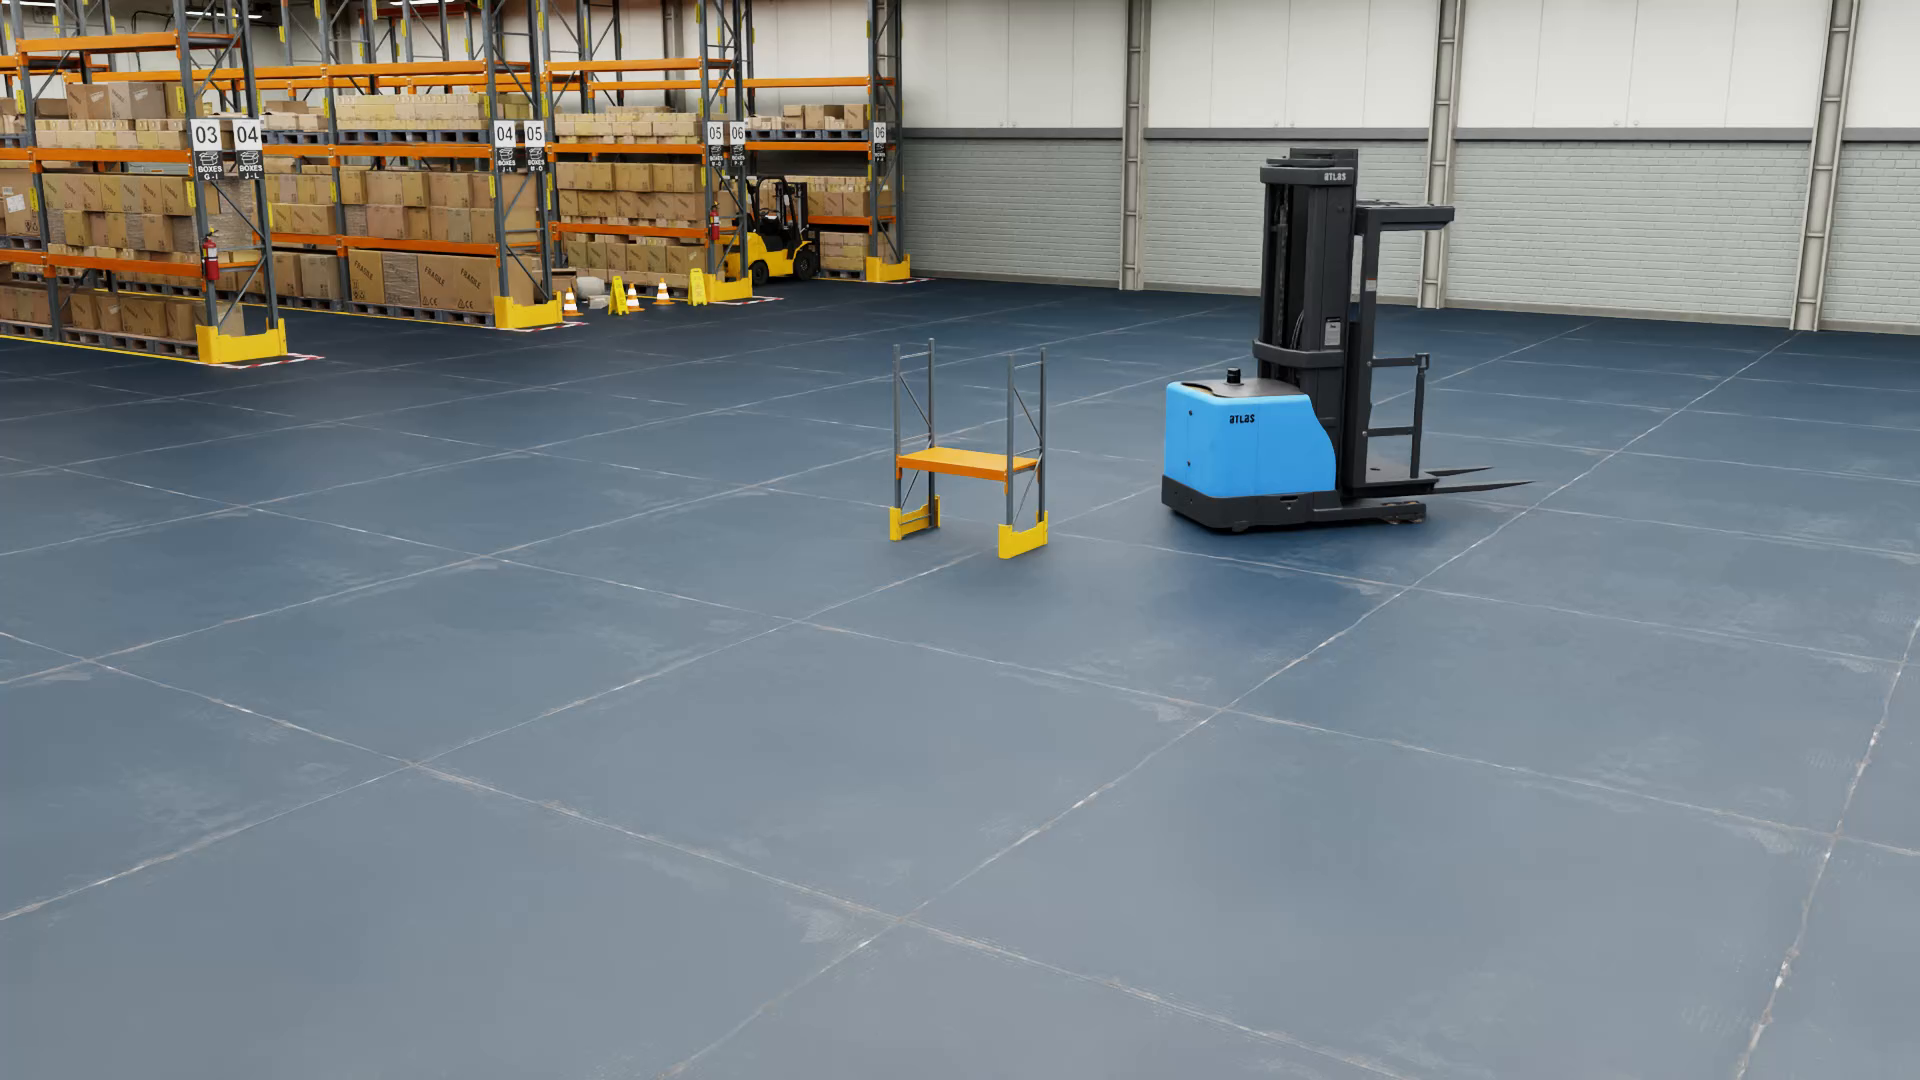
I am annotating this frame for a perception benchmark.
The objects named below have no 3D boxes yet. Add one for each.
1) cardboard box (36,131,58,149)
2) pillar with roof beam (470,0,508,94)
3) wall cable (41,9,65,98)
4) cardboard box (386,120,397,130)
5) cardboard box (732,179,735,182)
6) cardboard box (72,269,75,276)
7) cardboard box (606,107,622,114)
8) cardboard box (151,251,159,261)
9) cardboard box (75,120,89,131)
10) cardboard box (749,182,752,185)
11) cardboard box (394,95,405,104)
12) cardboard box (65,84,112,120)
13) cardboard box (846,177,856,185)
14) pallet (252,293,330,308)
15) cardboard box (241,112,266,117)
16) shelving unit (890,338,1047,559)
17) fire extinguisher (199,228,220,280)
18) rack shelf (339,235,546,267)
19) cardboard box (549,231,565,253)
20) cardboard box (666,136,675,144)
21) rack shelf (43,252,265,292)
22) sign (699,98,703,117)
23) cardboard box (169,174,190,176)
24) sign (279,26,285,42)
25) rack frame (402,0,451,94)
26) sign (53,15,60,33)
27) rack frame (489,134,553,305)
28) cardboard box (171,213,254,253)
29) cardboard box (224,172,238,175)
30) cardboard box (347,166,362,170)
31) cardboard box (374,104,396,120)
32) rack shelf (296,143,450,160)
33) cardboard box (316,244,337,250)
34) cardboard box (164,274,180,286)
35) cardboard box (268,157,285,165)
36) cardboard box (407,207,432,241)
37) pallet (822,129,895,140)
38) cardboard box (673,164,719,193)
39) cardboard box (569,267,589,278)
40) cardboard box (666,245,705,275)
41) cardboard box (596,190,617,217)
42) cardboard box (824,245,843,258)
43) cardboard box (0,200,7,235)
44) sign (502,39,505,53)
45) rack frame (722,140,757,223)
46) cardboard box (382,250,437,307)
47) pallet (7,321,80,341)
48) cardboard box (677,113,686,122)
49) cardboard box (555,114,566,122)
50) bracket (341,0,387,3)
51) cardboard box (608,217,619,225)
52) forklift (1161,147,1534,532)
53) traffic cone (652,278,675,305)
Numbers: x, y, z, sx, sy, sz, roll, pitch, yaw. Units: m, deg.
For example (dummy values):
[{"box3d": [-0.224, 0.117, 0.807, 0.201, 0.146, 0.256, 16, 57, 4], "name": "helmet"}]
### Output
[{"box3d": [-12.911, -5.765, 23.939, 0.500, 0.250, 0.500, 8, 16, 31], "name": "cardboard box"}, {"box3d": [-13.959, -10.859, 37.963, 0.548, 9.000, 9.100, 9, 17, 33], "name": "pillar with roof beam"}, {"box3d": [-22.445, -11.697, 41.349, 0.029, 3.000, 0.463, 9, 17, 33], "name": "wall cable"}, {"box3d": [-9.119, -6.768, 27.120, 0.250, 0.149, 0.380, 9, 17, 33], "name": "cardboard box"}, {"box3d": [-4.744, -7.865, 36.177, 0.250, 0.149, 0.380, 10, 17, 34], "name": "cardboard box"}, {"box3d": [-17.612, -5.398, 33.444, 0.250, 0.149, 0.380, 10, 17, 34], "name": "cardboard box"}, {"box3d": [-7.697, -9.607, 37.857, 0.500, 0.500, 0.500, 9, 17, 33], "name": "cardboard box"}, {"box3d": [-11.000, -3.967, 23.130, 0.250, 0.149, 0.380, 9, 17, 33], "name": "cardboard box"}, {"box3d": [-12.171, -5.825, 23.351, 0.250, 0.149, 0.380, 9, 16, 32], "name": "cardboard box"}, {"box3d": [-4.510, -7.693, 36.100, 0.250, 0.149, 0.380, 10, 17, 34], "name": "cardboard box"}, {"box3d": [-8.914, -7.122, 26.888, 0.250, 0.149, 0.380, 9, 17, 33], "name": "cardboard box"}, {"box3d": [-12.626, -6.375, 24.225, 0.500, 0.500, 0.500, 9, 16, 31], "name": "cardboard box"}, {"box3d": [-2.161, -7.464, 34.554, 0.250, 0.149, 0.380, 9, 17, 33], "name": "cardboard box"}, {"box3d": [-11.988, -4.367, 30.025, 1.213, 0.211, 1.003, 9, 17, 33], "name": "pallet"}, {"box3d": [-12.289, -7.393, 29.308, 0.500, 0.311, 0.500, 9, 16, 32], "name": "cardboard box"}, {"box3d": [0.063, -0.718, 12.602, 1.083, 1.500, 0.587, 9, 17, 33], "name": "shelving unit"}, {"box3d": [-9.984, -3.812, 22.141, 0.183, 0.674, 0.296, 9, 17, 33], "name": "fire extinguisher"}, {"box3d": [-8.630, -4.851, 27.675, 4.000, 0.370, 1.077, 9, 17, 33], "name": "rack shelf"}, {"box3d": [-9.478, -7.139, 39.748, 0.500, 0.500, 0.500, 10, 17, 35], "name": "cardboard box"}, {"box3d": [-5.170, -7.328, 30.464, 0.250, 0.149, 0.380, 10, 17, 34], "name": "cardboard box"}, {"box3d": [-11.482, -3.876, 23.735, 4.000, 0.370, 1.077, 9, 17, 33], "name": "rack shelf"}, {"box3d": [-4.618, -7.711, 29.644, 0.005, 0.325, 0.100, 9, 17, 33], "name": "sign"}, {"box3d": [-10.953, -4.898, 23.461, 0.500, 0.500, 0.500, 9, 17, 33], "name": "cardboard box"}, {"box3d": [-14.579, -10.877, 35.762, 0.005, 0.325, 0.100, 9, 17, 33], "name": "sign"}, {"box3d": [-10.930, -9.918, 34.160, 0.127, 3.000, 1.000, 9, 17, 33], "name": "rack frame"}, {"box3d": [-17.246, -9.840, 31.736, 0.005, 0.325, 0.100, 9, 17, 33], "name": "sign"}, {"box3d": [-6.970, -4.932, 26.505, 0.127, 3.000, 1.000, 9, 17, 33], "name": "rack frame"}, {"box3d": [-10.263, -4.229, 22.837, 0.500, 0.500, 0.875, 9, 17, 33], "name": "cardboard box"}, {"box3d": [-13.241, -6.477, 30.456, 0.500, 0.500, 0.700, 9, 17, 33], "name": "cardboard box"}, {"box3d": [-12.759, -7.761, 35.644, 0.500, 0.500, 0.500, 9, 16, 32], "name": "cardboard box"}, {"box3d": [-9.201, -6.992, 27.196, 0.500, 0.250, 0.500, 9, 16, 32], "name": "cardboard box"}, {"box3d": [-12.589, -8.381, 35.690, 4.000, 0.370, 1.077, 9, 17, 33], "name": "rack shelf"}, {"box3d": [-13.690, -6.647, 36.981, 0.875, 0.875, 0.875, 10, 17, 35], "name": "cardboard box"}, {"box3d": [-14.729, -5.102, 31.519, 0.500, 0.500, 0.500, 10, 17, 35], "name": "cardboard box"}, {"box3d": [-15.262, -8.491, 37.244, 0.250, 0.149, 0.380, 9, 17, 32], "name": "cardboard box"}, {"box3d": [-8.629, -5.278, 27.590, 0.500, 0.550, 0.875, 9, 17, 33], "name": "cardboard box"}, {"box3d": [-2.096, -8.436, 34.601, 1.213, 0.211, 1.003, 9, 17, 33], "name": "pallet"}, {"box3d": [-4.837, -6.636, 30.480, 0.500, 0.500, 0.700, 9, 16, 31], "name": "cardboard box"}, {"box3d": [-7.272, -5.205, 32.457, 0.500, 0.250, 0.500, 8, 16, 30], "name": "cardboard box"}, {"box3d": [-5.102, -5.221, 30.961, 0.500, 0.500, 0.500, 9, 17, 33], "name": "cardboard box"}, {"box3d": [-6.562, -6.415, 31.667, 0.500, 0.500, 0.500, 9, 17, 32], "name": "cardboard box"}, {"box3d": [-2.513, -6.107, 35.059, 0.500, 0.250, 0.500, 9, 17, 32], "name": "cardboard box"}, {"box3d": [-14.631, -4.961, 25.534, 0.637, 0.503, 0.797, 11, 18, 38], "name": "cardboard box"}, {"box3d": [-11.177, -12.086, 40.646, 0.005, 0.325, 0.100, 9, 17, 33], "name": "sign"}, {"box3d": [-4.843, -7.459, 36.714, 0.127, 3.000, 1.000, 9, 17, 33], "name": "rack frame"}, {"box3d": [-9.056, -4.423, 27.994, 0.875, 0.875, 0.875, 9, 17, 33], "name": "cardboard box"}, {"box3d": [-13.788, -3.244, 25.487, 1.213, 0.211, 1.003, 9, 17, 33], "name": "pallet"}, {"box3d": [-4.929, -7.683, 30.237, 0.250, 0.149, 0.380, 10, 17, 34], "name": "cardboard box"}, {"box3d": [-7.531, -8.083, 31.854, 0.250, 0.149, 0.380, 9, 16, 32], "name": "cardboard box"}, {"box3d": [-14.237, -13.795, 42.332, 4.783, 0.066, 0.076, 9, 17, 33], "name": "bracket"}, {"box3d": [-6.472, -6.068, 31.614, 0.250, 0.149, 0.380, 9, 17, 33], "name": "cardboard box"}, {"box3d": [3.244, -1.665, 13.450, 3.031, 2.935, 1.130, -4, 15, -16], "name": "forklift"}, {"box3d": [-5.368, -4.502, 30.046, 0.334, 0.463, 0.336, 9, 17, 33], "name": "traffic cone"}]
